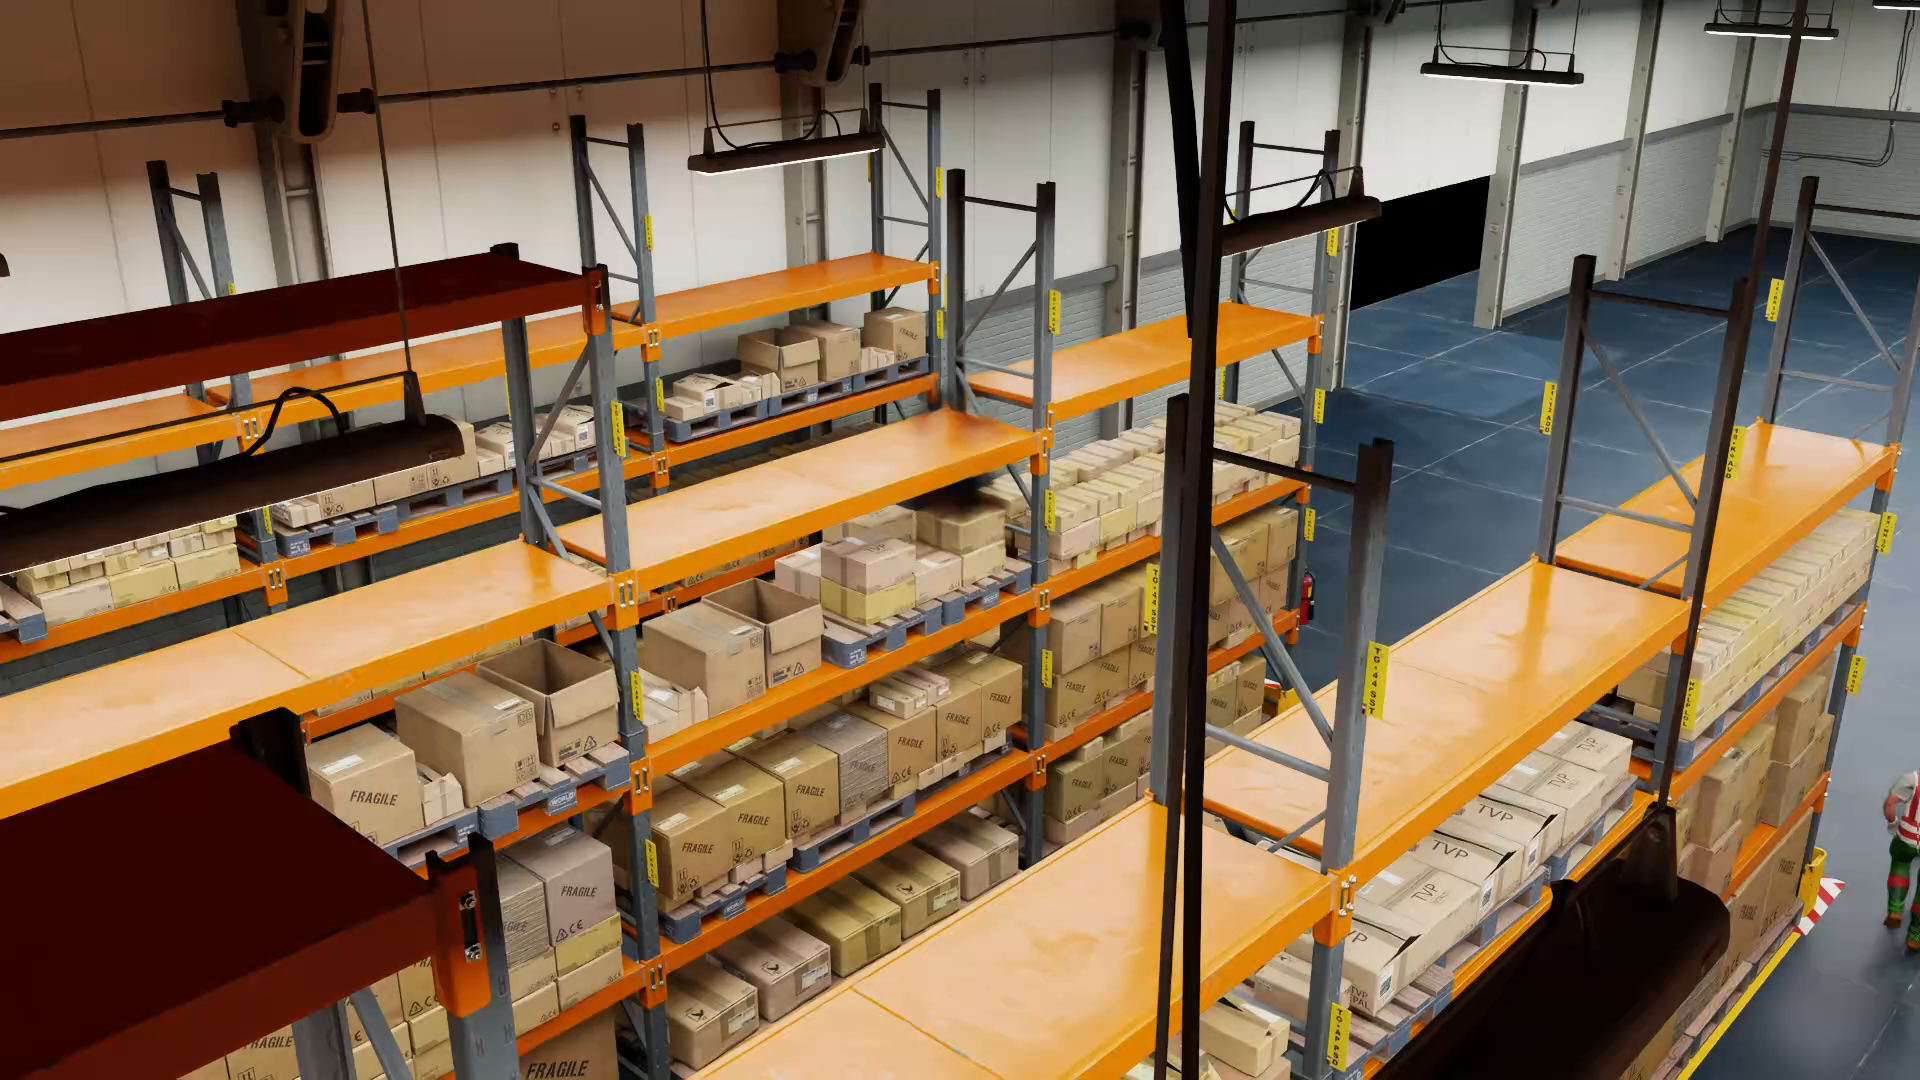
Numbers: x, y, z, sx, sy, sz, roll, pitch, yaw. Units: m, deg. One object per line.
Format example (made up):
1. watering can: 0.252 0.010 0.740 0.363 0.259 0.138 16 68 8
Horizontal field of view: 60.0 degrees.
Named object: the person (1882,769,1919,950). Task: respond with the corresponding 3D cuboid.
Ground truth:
1. person: 7.752 2.403 13.395 0.662 1.799 0.638 12 24 28
